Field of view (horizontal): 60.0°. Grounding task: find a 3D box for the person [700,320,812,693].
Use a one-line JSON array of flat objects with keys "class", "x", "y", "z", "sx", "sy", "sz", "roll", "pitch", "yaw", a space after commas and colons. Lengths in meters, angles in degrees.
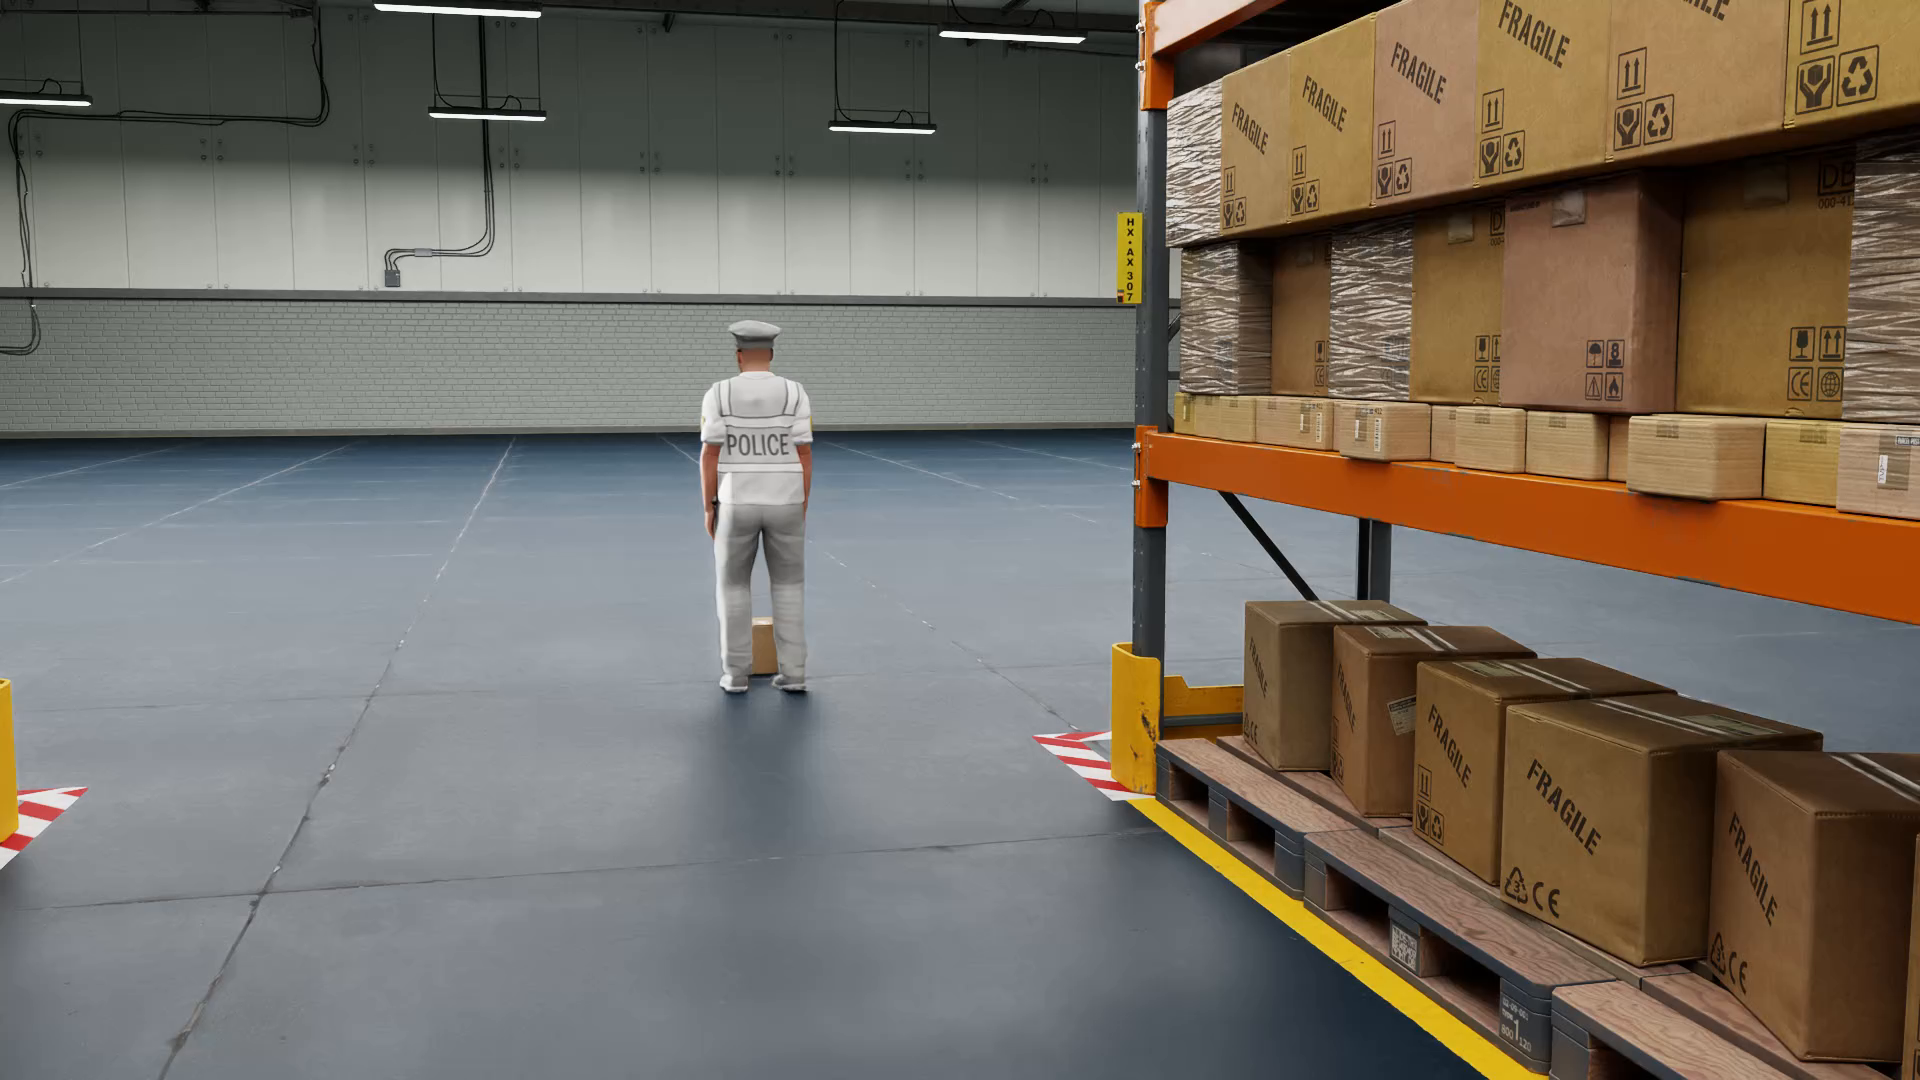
[{"class": "person", "x": -0.968, "y": -0.153, "z": 7.891, "sx": 0.527, "sy": 1.767, "sz": 0.393, "roll": -1, "pitch": 6, "yaw": -12}]
